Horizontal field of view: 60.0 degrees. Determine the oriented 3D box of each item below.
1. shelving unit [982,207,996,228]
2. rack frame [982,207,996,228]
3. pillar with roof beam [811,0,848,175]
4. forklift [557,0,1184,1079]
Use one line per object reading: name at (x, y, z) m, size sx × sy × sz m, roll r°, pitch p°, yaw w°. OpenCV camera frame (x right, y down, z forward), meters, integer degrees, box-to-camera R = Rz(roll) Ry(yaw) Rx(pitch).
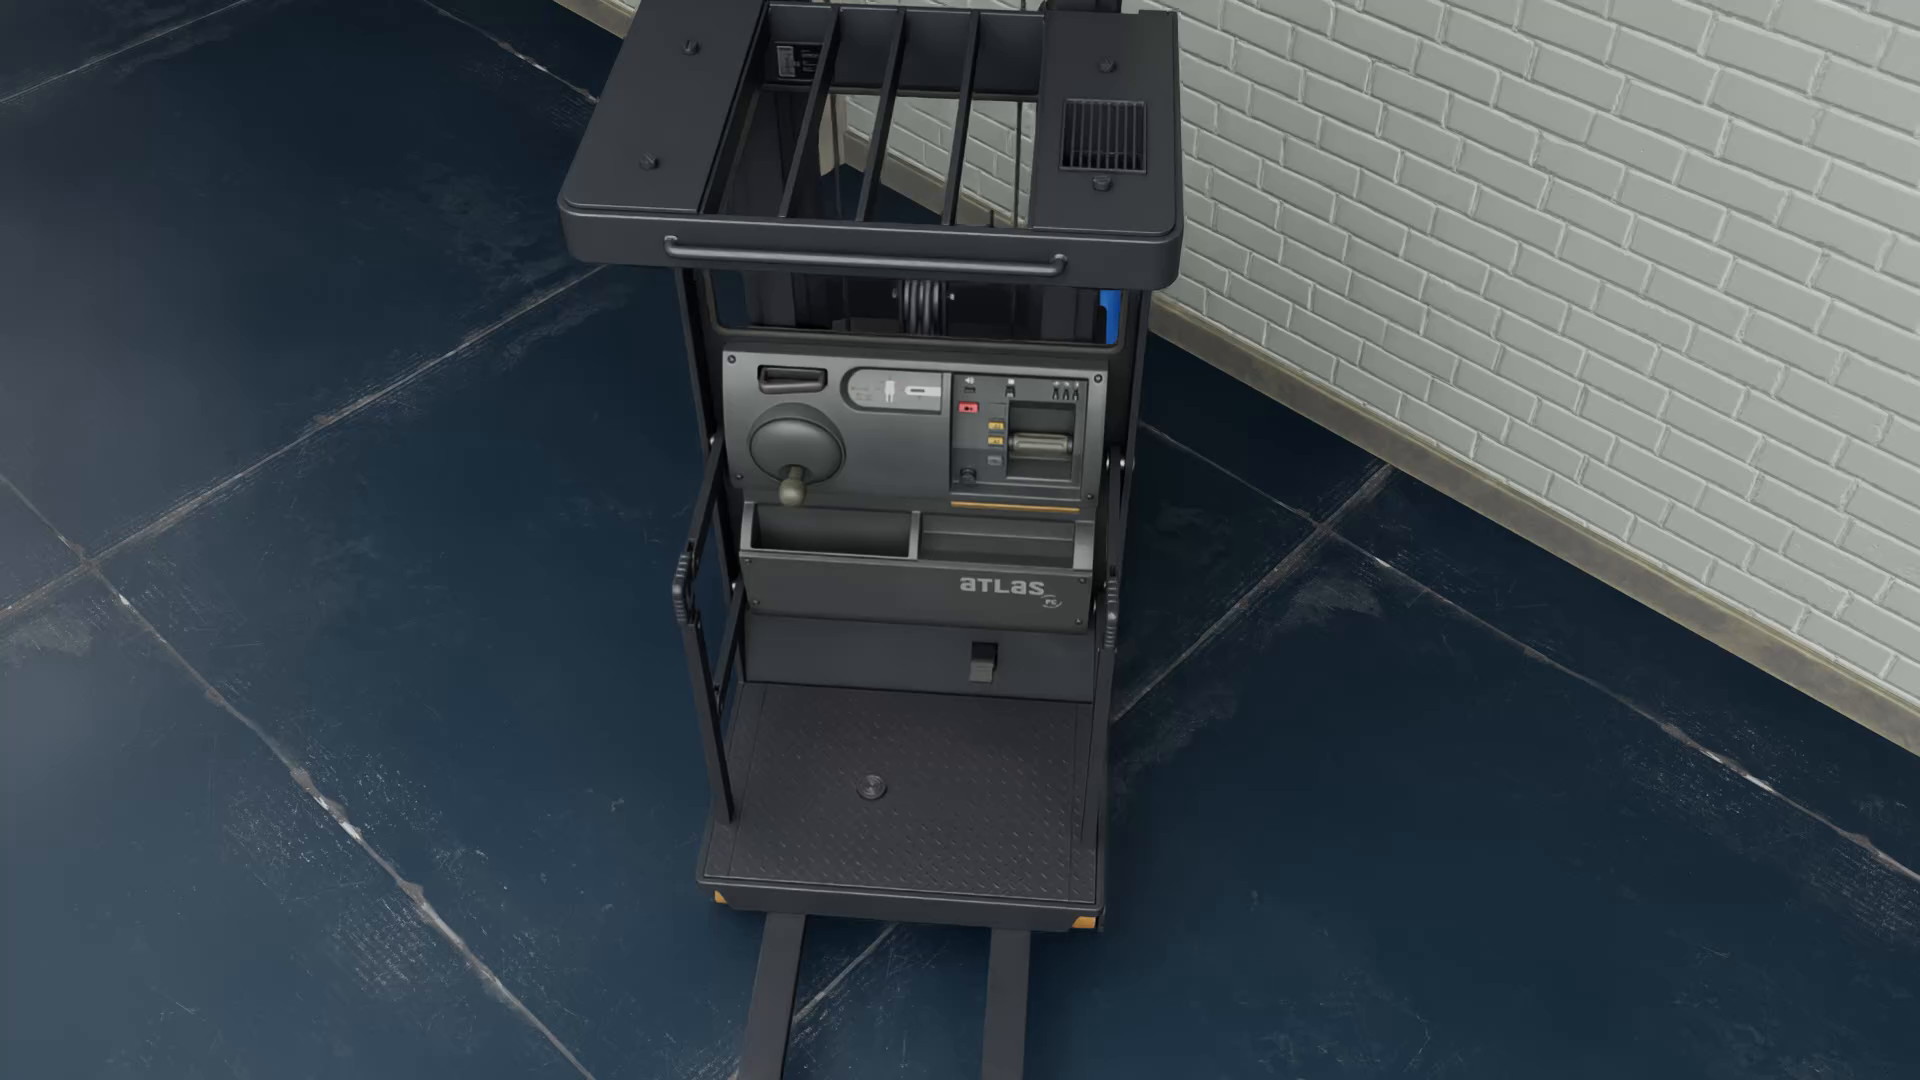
shelving unit at (0.075, -0.693, 5.784) m, size 0.258 × 0.900 × 0.210 m, roll -26°, pitch 52°, yaw -23°
rack frame at (0.018, -0.755, 5.841) m, size 0.240 × 0.900 × 0.006 m, roll -26°, pitch 52°, yaw -23°
pillar with roof beam at (-3.652, -2.472, 1.898) m, size 0.400 × 9.000 × 9.100 m, roll 34°, pitch 55°, yaw 28°
forklift at (-0.127, -0.166, 3.895) m, size 1.130 × 2.935 × 3.031 m, roll 3°, pitch 47°, yaw 3°
